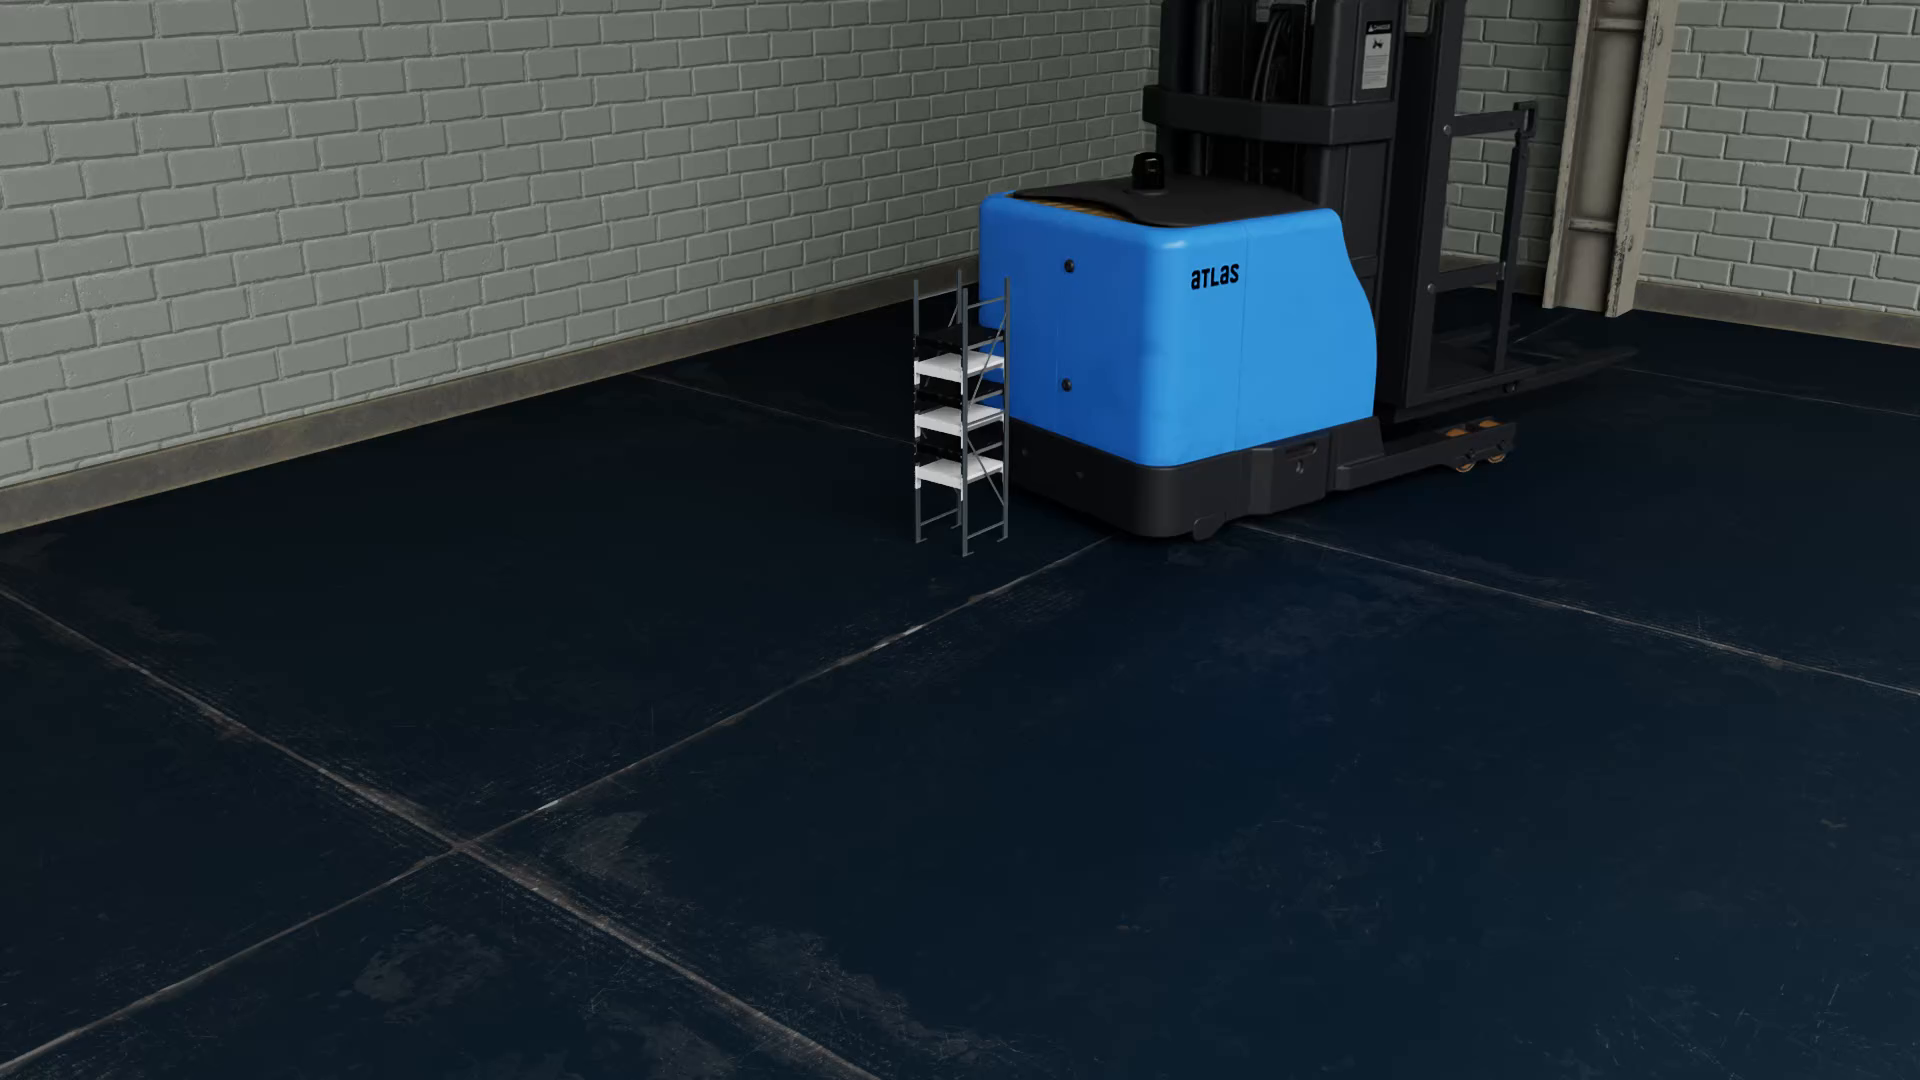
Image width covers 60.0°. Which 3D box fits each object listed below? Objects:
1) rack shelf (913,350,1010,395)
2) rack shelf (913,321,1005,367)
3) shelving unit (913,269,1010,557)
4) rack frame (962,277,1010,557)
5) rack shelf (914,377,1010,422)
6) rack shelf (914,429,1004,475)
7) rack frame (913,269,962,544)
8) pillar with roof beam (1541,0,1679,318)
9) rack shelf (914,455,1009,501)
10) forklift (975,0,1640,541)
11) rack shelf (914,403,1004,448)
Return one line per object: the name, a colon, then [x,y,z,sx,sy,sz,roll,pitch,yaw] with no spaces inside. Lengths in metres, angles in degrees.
rack shelf: [0.006,-0.556,5.453,0.200,0.077,0.258,16,26,36]
rack shelf: [0.006,-0.641,5.421,0.200,0.077,0.258,16,26,36]
shelving unit: [0.006,-0.419,5.505,0.210,0.900,0.258,16,26,36]
rack frame: [0.085,-0.397,5.444,0.006,0.900,0.240,16,26,36]
rack shelf: [0.006,-0.472,5.485,0.200,0.077,0.258,16,26,36]
rack shelf: [0.006,-0.304,5.548,0.200,0.077,0.258,16,26,36]
rack frame: [-0.072,-0.442,5.565,0.006,0.900,0.240,16,26,36]
pillar with roof beam: [0.678,-4.294,4.301,0.400,9.000,9.100,16,26,36]
rack shelf: [0.006,-0.220,5.580,0.200,0.077,0.258,16,26,36]
forklift: [1.539,-1.763,6.189,3.031,2.935,1.130,-15,25,-34]
rack shelf: [0.006,-0.388,5.516,0.200,0.077,0.258,16,26,36]
